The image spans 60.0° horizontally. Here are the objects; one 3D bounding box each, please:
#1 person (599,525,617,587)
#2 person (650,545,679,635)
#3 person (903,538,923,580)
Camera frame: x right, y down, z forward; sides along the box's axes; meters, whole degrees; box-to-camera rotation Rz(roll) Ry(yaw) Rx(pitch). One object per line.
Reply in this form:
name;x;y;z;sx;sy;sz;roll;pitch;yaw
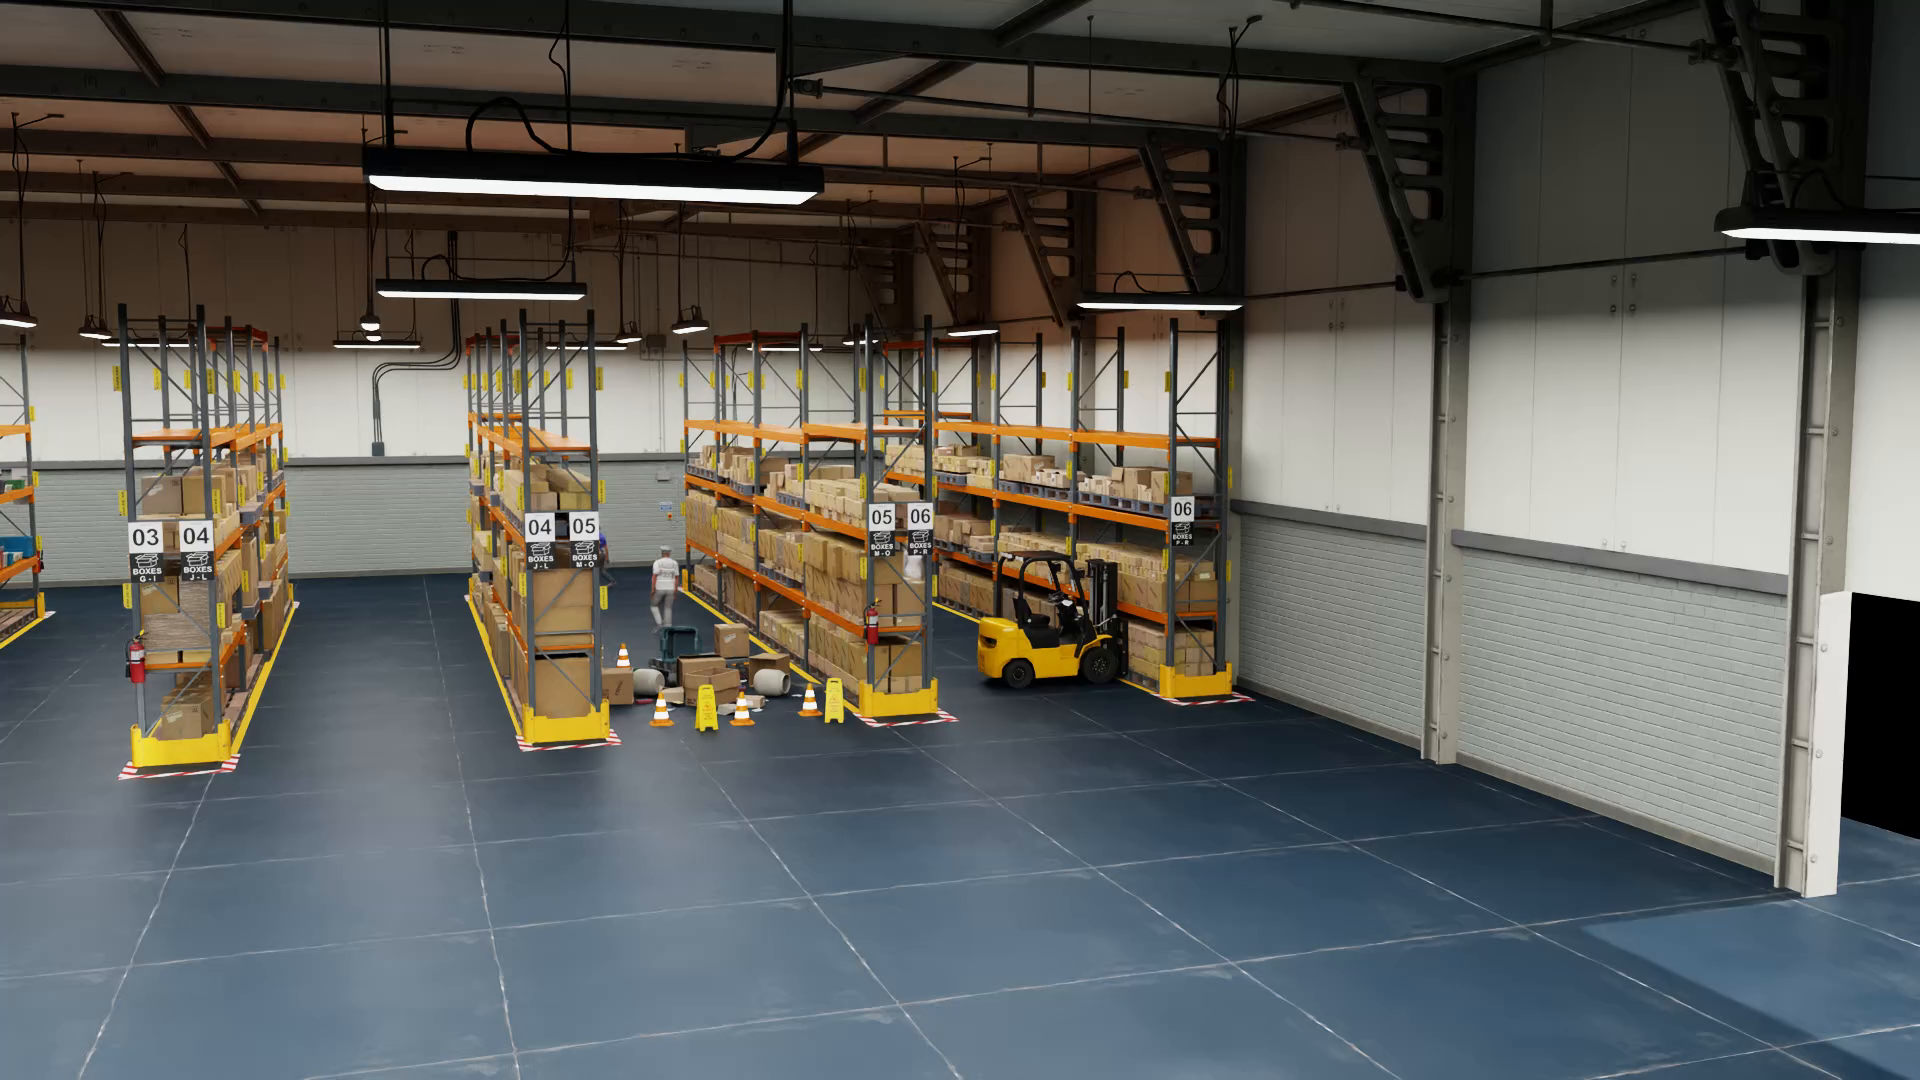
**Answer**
person;-8.820;0.391;40.317;1.056;1.561;0.429;-4;7;-34
person;-5.851;0.996;32.930;0.595;1.758;0.451;-2;6;-23
person;-1.019;0.726;34.183;0.582;1.600;0.752;-3;6;-32
